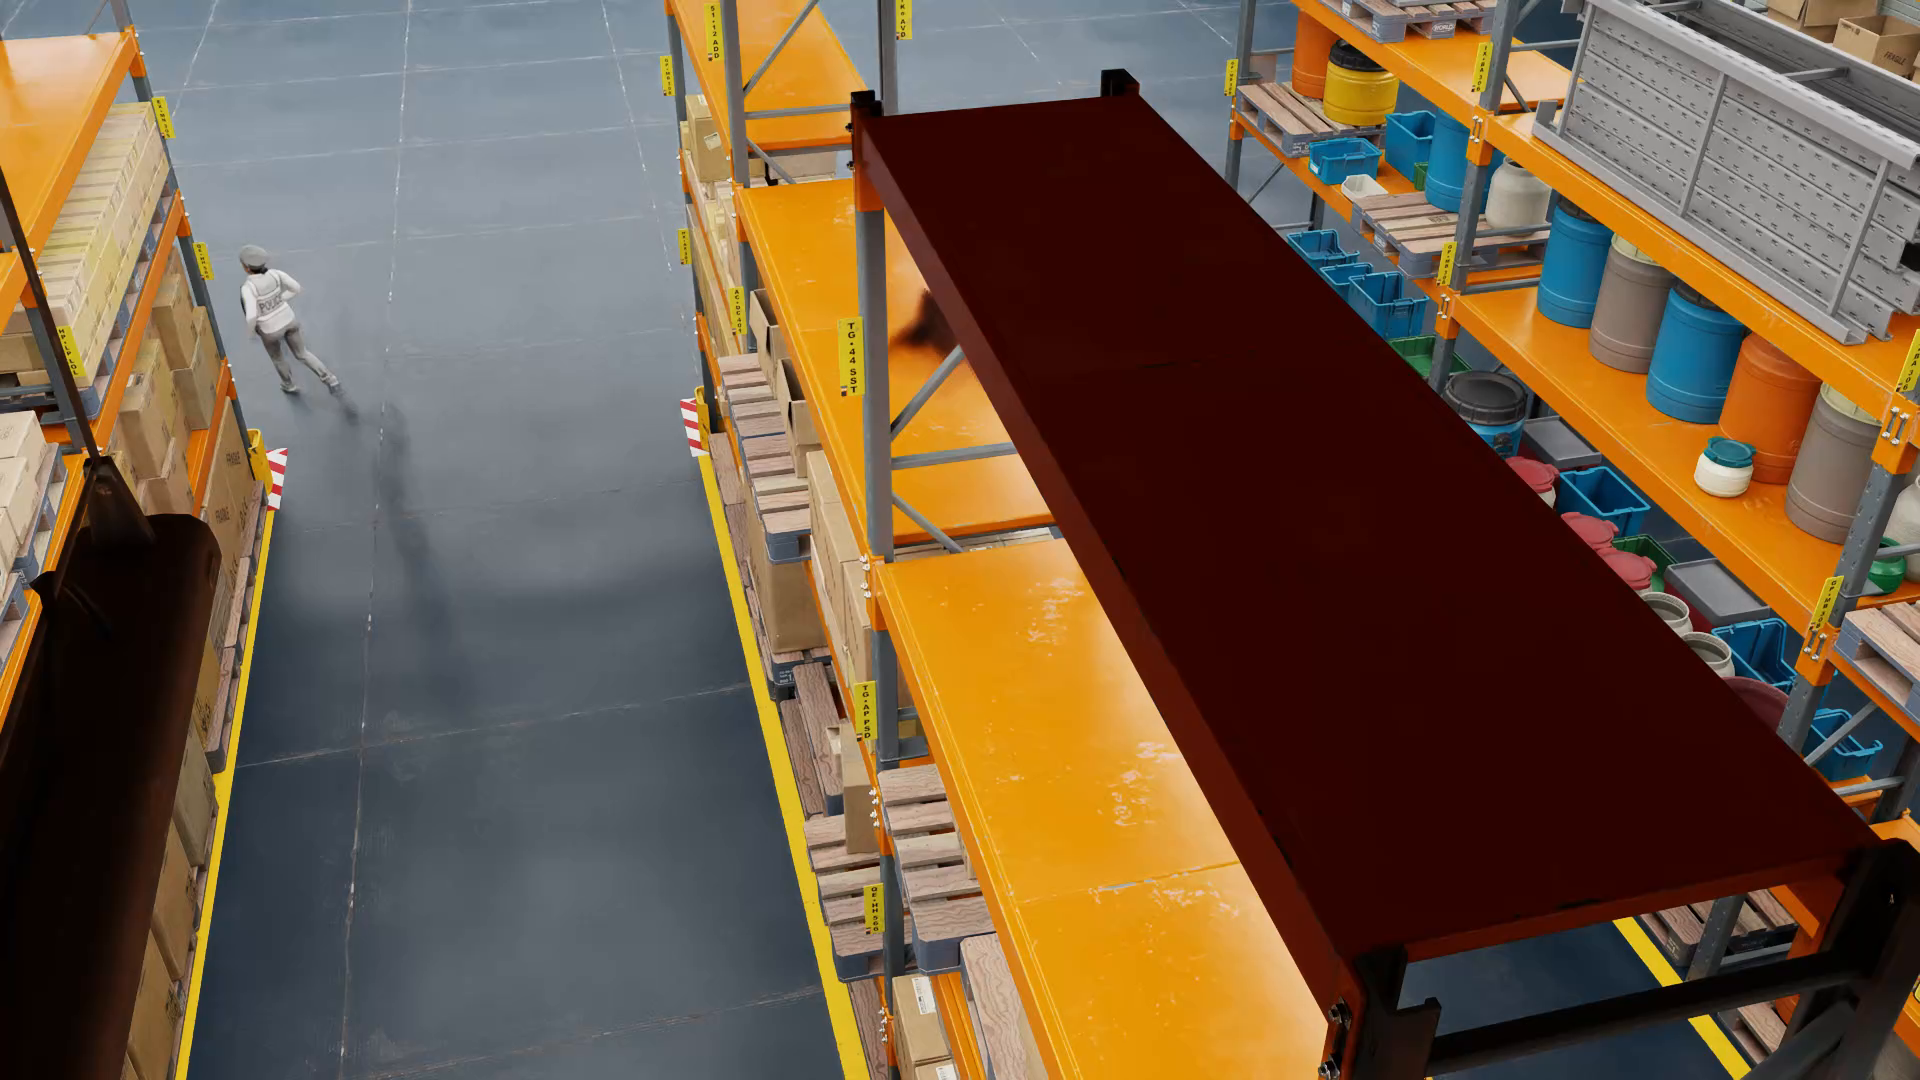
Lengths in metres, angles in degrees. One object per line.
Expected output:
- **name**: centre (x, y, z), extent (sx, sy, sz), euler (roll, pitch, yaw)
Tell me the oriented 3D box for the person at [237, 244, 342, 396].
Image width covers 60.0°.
- **person**: centre (-6.409, -1.994, 15.524), extent (0.901, 1.653, 0.674), euler (23, 40, 29)
